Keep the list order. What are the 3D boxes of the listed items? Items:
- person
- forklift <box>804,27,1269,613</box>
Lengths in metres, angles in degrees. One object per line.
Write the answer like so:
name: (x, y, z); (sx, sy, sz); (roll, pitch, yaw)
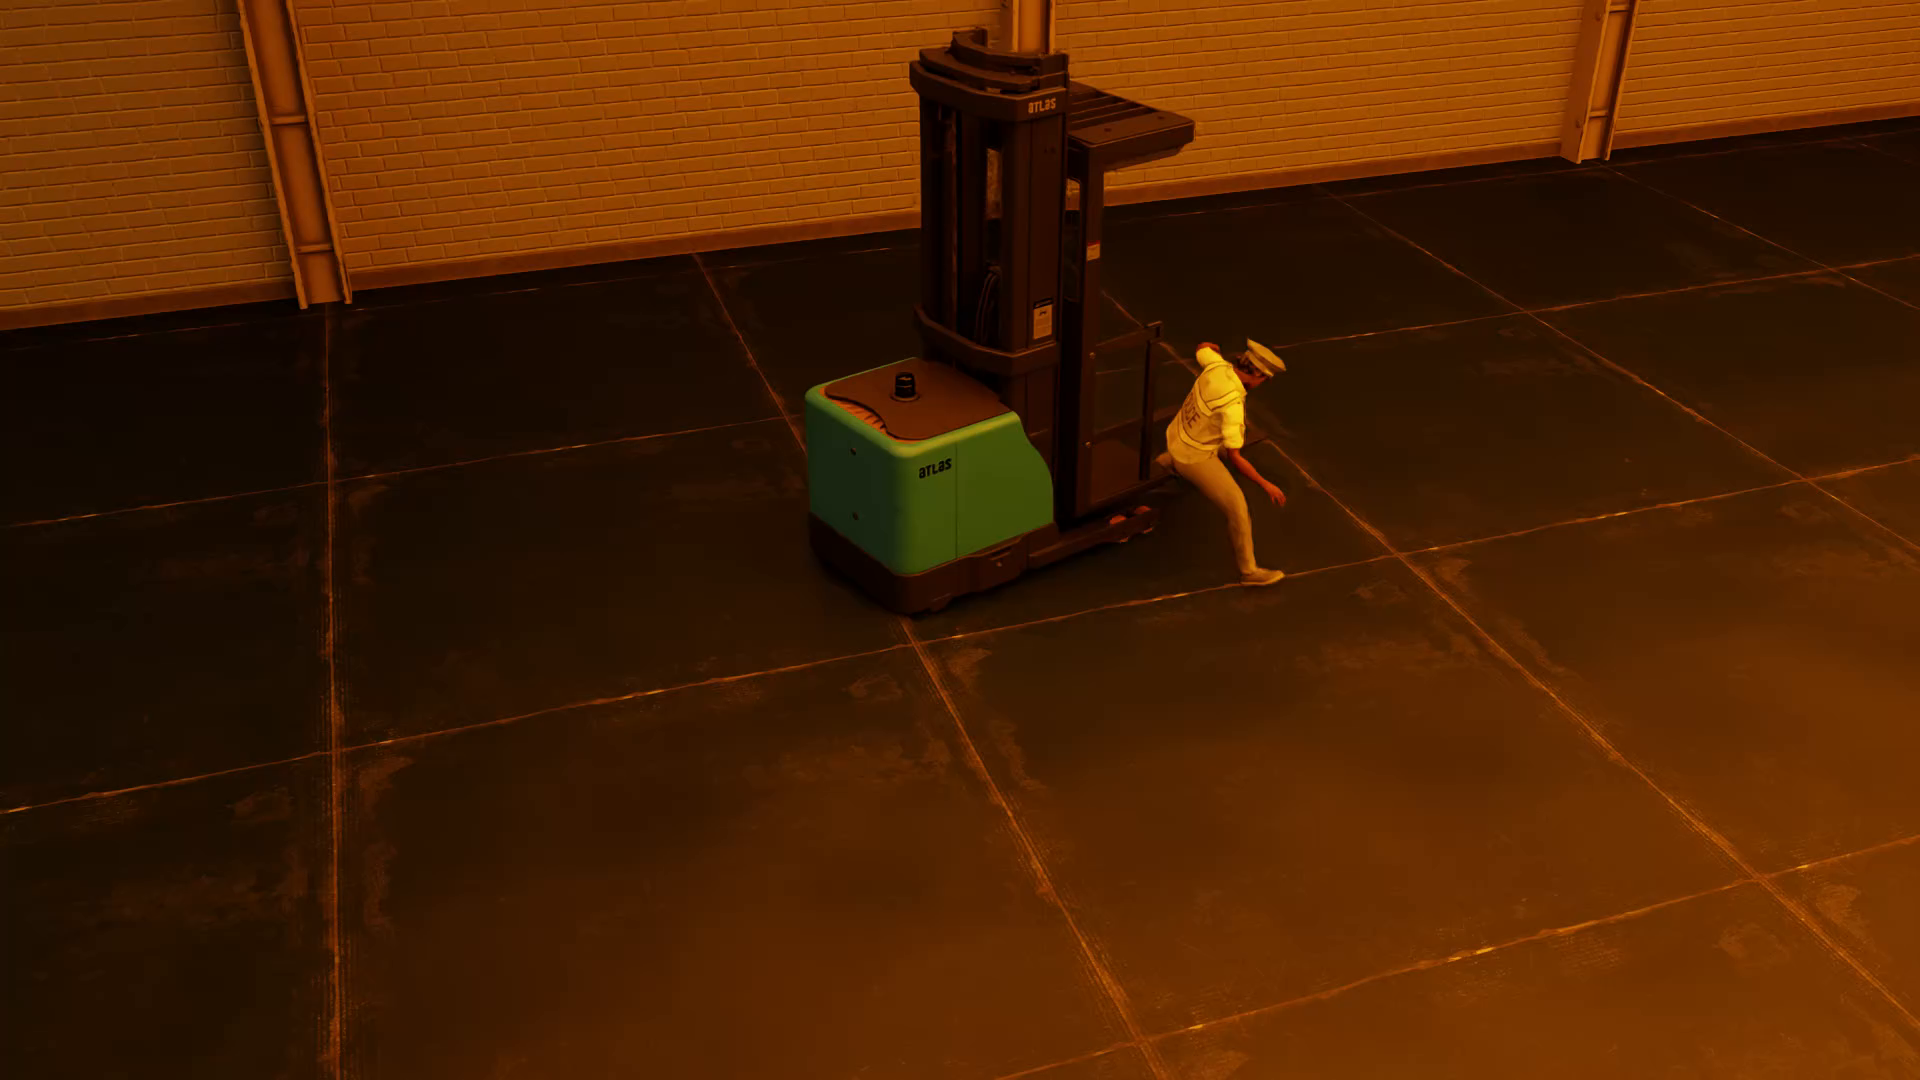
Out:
person: (1.517, -0.563, 9.631); (0.724, 1.390, 1.172); (2, 30, 3)
forklift: (0.592, -1.442, 9.593); (3.031, 2.935, 1.130); (-20, 36, -31)
